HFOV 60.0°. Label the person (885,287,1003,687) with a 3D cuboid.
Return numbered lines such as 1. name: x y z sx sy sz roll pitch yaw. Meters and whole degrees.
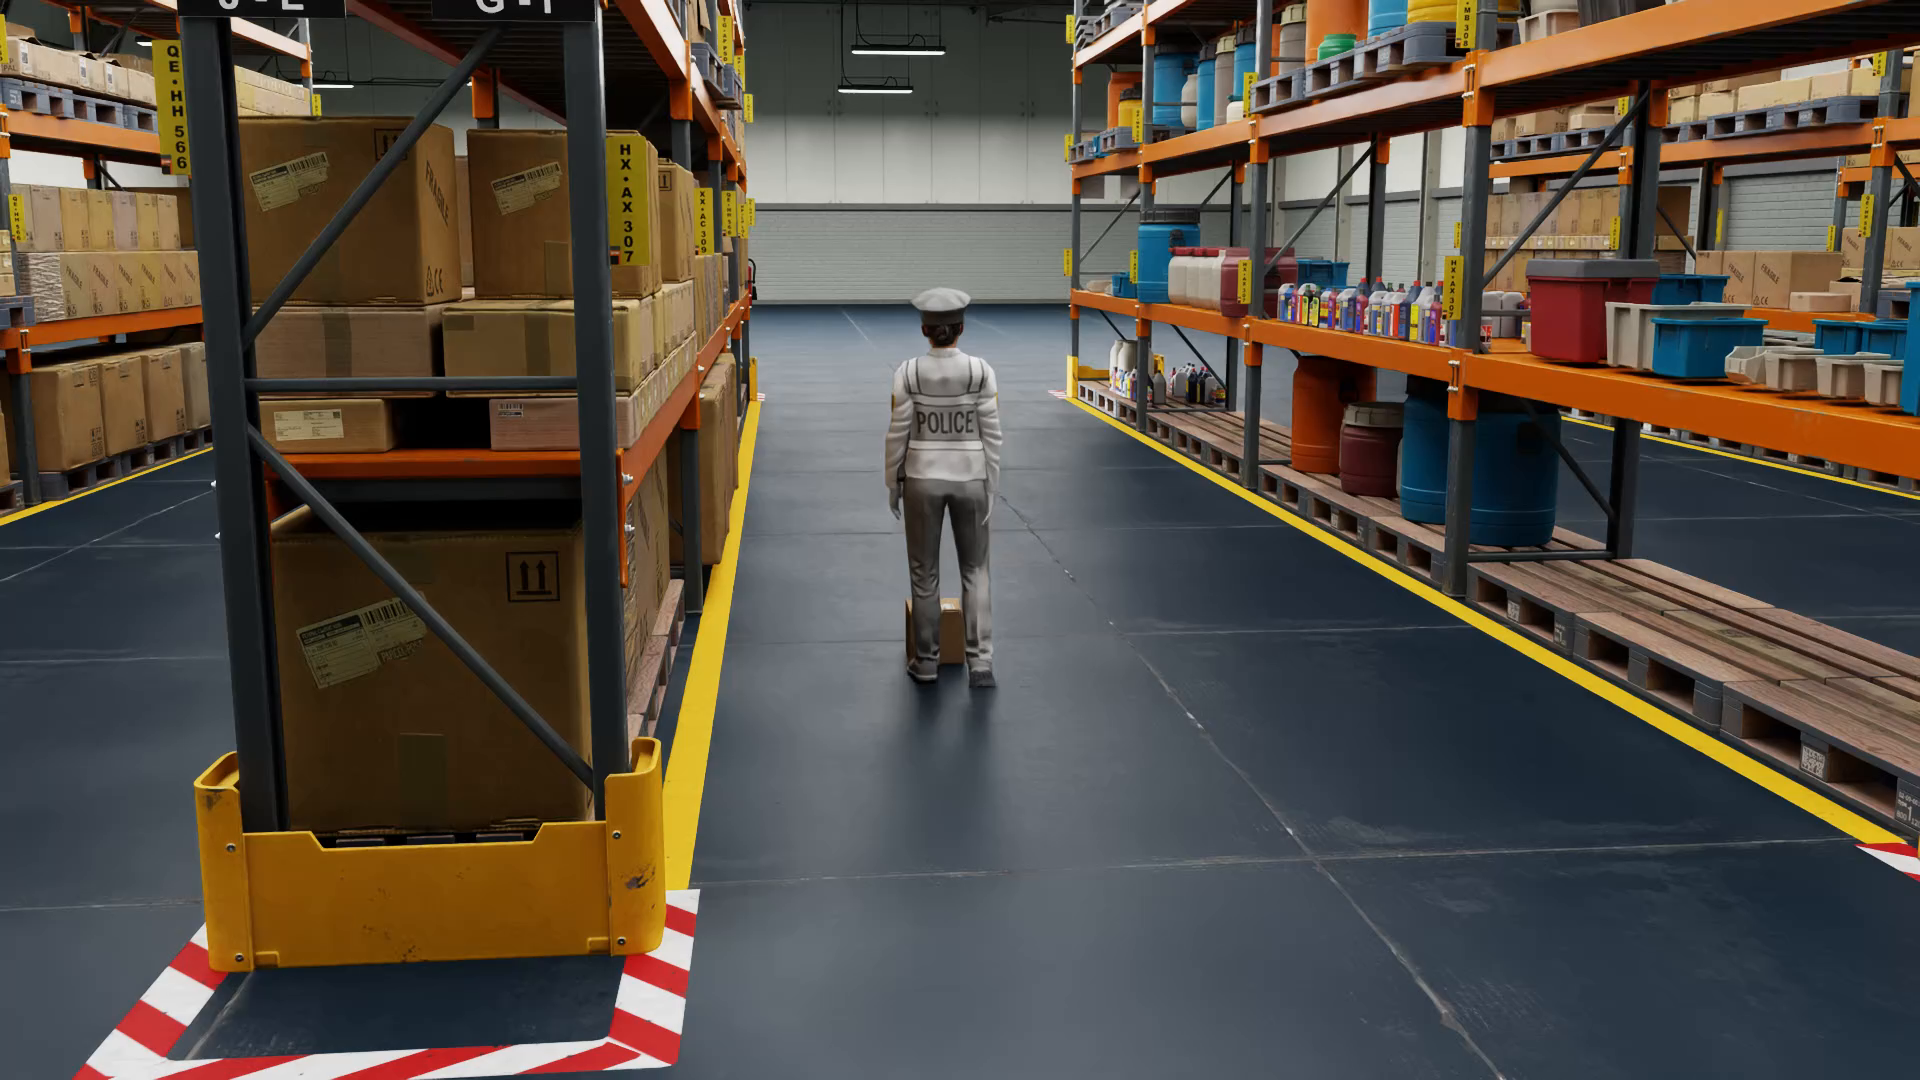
1. person: -0.073 -0.195 7.044 0.488 1.730 0.482 -1 10 -5
